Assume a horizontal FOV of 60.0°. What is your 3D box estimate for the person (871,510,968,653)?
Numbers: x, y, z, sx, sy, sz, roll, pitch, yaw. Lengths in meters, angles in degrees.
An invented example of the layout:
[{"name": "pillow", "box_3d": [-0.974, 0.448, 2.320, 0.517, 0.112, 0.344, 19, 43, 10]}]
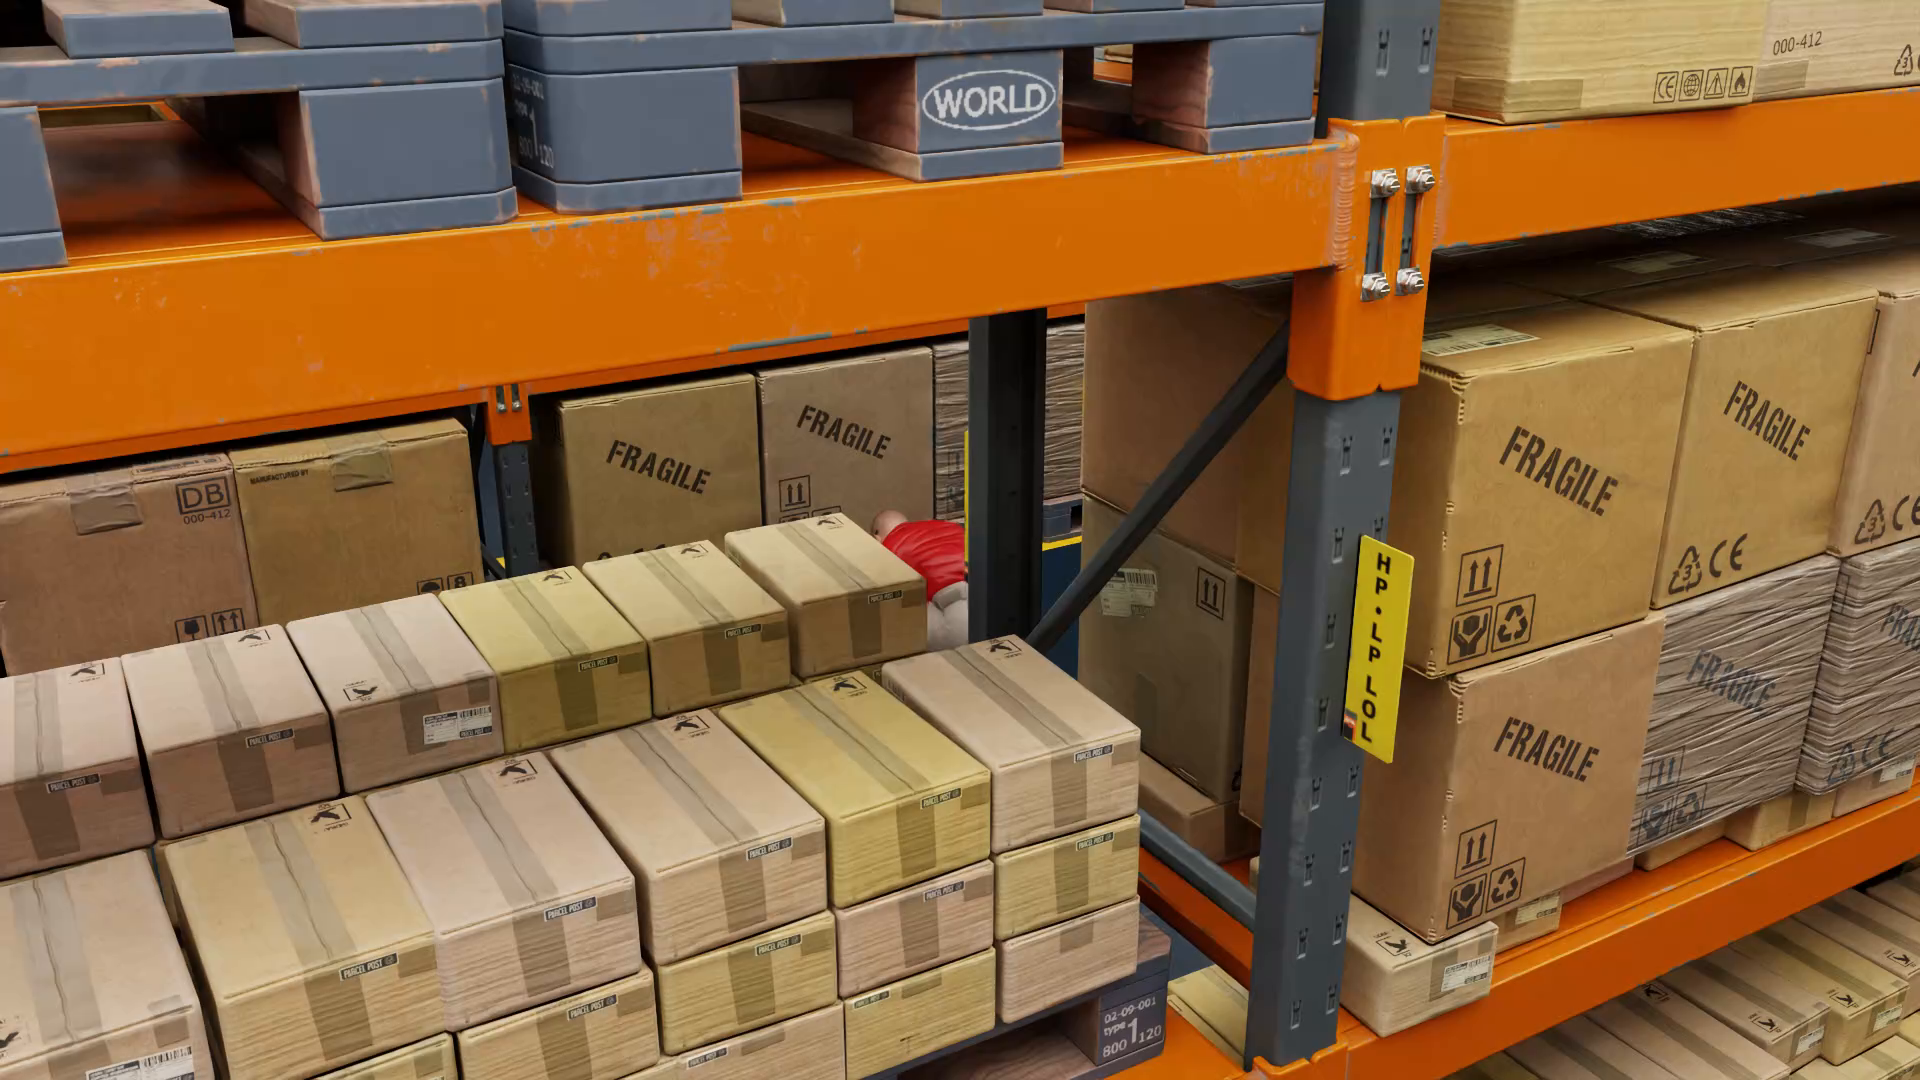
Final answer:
[{"name": "person", "box_3d": [-0.081, 0.338, 6.588, 0.531, 0.790, 0.951, -13, 25, -30]}]
